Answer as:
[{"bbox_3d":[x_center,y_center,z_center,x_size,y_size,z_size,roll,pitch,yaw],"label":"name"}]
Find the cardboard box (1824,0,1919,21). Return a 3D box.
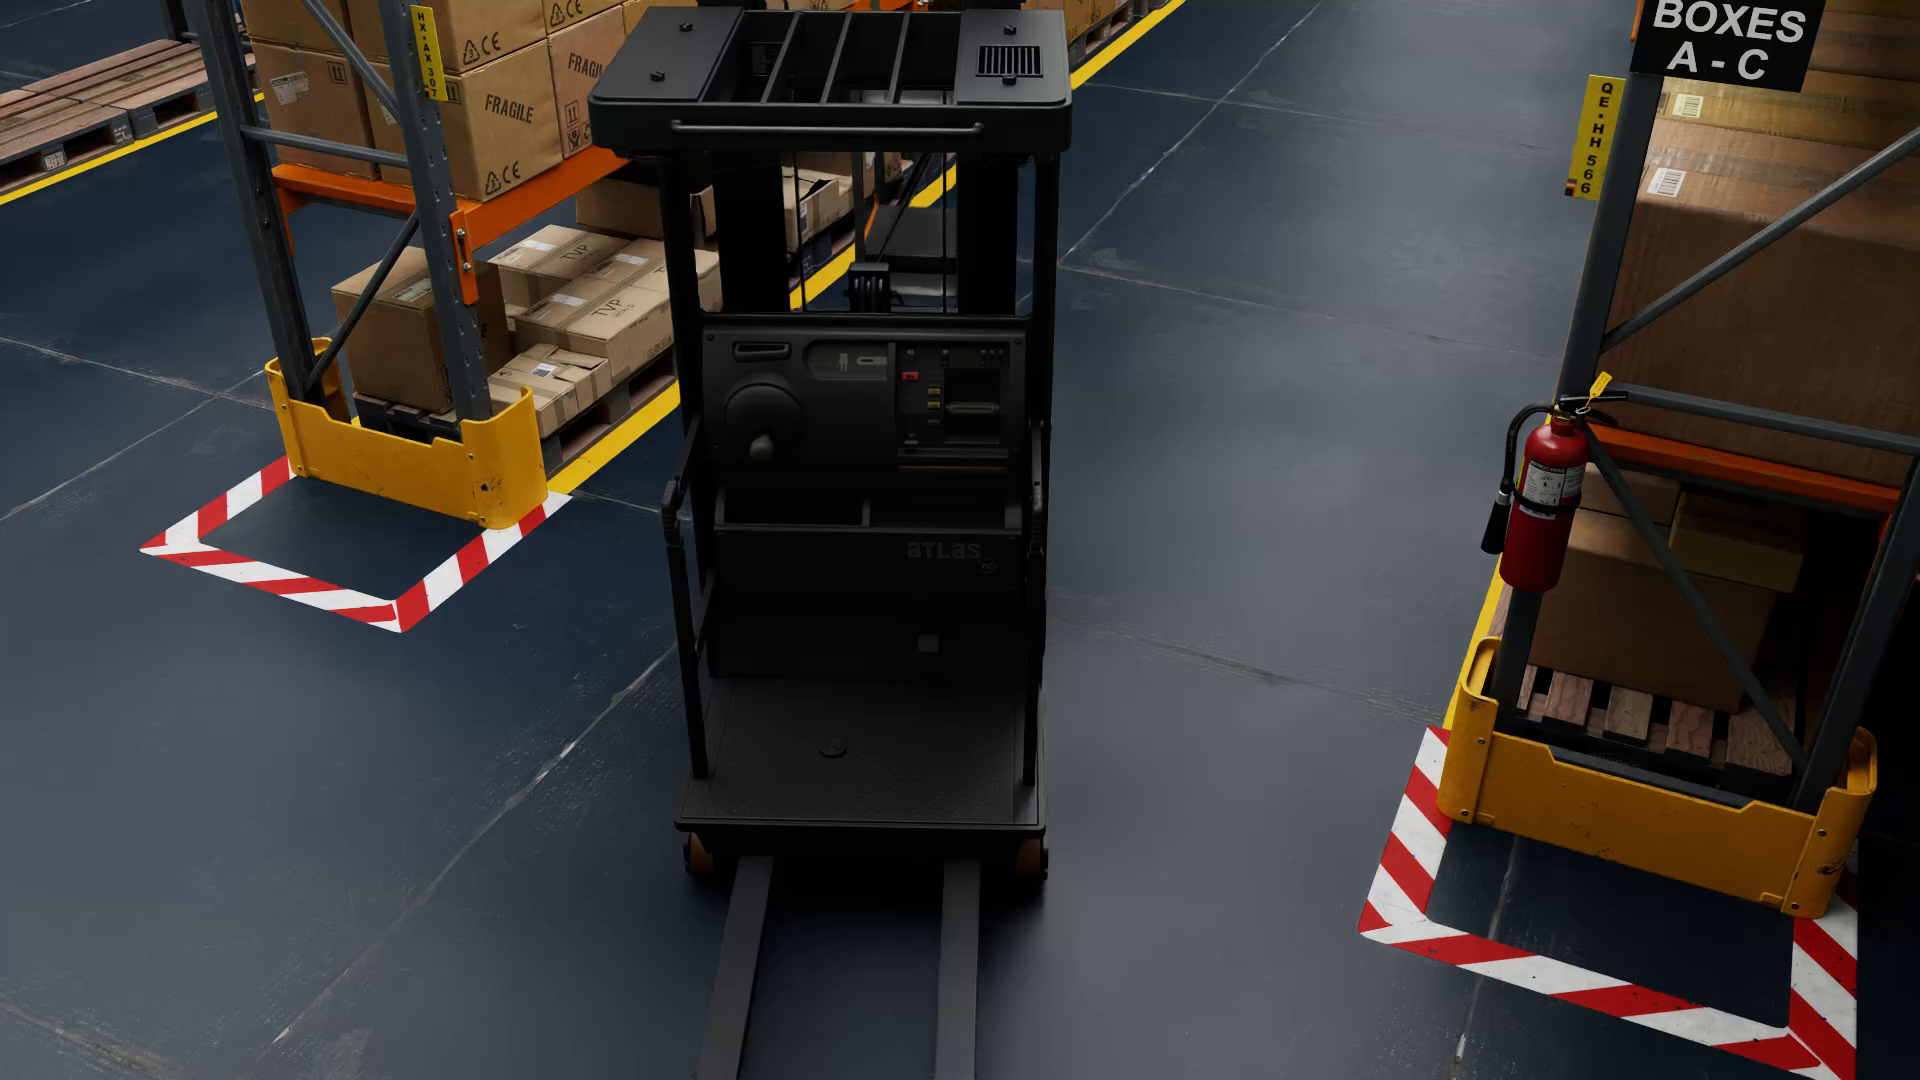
[{"bbox_3d":[3.268,-1.819,6.516,0.980,0.700,0.700,13,36,19],"label":"cardboard box"}]

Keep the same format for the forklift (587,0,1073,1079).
[{"bbox_3d":[-0.281,-0.356,4.620,1.130,2.935,3.031,1,33,1],"label":"forklift"}]

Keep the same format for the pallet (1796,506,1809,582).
[{"bbox_3d":[2.922,-0.186,6.841,1.003,0.211,1.213,14,36,20],"label":"pallet"}]

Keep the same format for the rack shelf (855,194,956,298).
[{"bbox_3d":[-0.154,-0.980,6.355,0.431,0.518,0.480,3,33,5],"label":"rack shelf"}]

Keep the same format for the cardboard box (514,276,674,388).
[{"bbox_3d":[-1.660,-0.954,7.576,0.500,0.250,0.500,14,36,20],"label":"cardboard box"}]

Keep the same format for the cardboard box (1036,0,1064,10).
[{"bbox_3d":[0.384,-3.548,11.304,0.500,0.500,0.500,13,35,19],"label":"cardboard box"}]

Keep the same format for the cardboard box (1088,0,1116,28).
[{"bbox_3d":[0.815,-4.068,12.097,0.500,0.500,0.500,16,36,22],"label":"cardboard box"}]

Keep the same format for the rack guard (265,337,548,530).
[{"bbox_3d":[-2.322,-0.458,6.992,1.175,0.500,0.348,14,36,20],"label":"rack guard"}]

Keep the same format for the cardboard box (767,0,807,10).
[{"bbox_3d":[-1.084,-2.678,8.007,0.500,0.500,0.500,15,36,22],"label":"cardboard box"}]

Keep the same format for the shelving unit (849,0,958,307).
[{"bbox_3d":[-0.154,-0.991,6.347,0.431,2.100,0.503,3,33,5],"label":"shelving unit"}]

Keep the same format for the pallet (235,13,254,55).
[{"bbox_3d":[-4.817,-3.804,12.359,1.003,0.211,1.213,14,36,20],"label":"pallet"}]

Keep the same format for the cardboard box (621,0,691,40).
[{"bbox_3d":[-1.505,-2.175,7.240,0.500,0.500,0.500,14,36,20],"label":"cardboard box"}]

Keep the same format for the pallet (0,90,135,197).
[{"bbox_3d":[-5.959,-2.444,10.285,1.003,0.211,1.213,14,36,20],"label":"pallet"}]

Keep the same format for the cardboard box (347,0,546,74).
[{"bbox_3d":[-1.929,-2.085,6.192,0.500,0.500,0.500,15,36,22],"label":"cardboard box"}]

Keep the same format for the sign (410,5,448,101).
[{"bbox_3d":[-1.861,-1.703,5.822,0.100,0.325,0.005,14,36,20],"label":"sign"}]

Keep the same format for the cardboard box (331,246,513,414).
[{"bbox_3d":[-2.350,-0.931,7.313,0.500,0.500,0.500,14,36,20],"label":"cardboard box"}]

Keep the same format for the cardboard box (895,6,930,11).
[{"bbox_3d":[-0.520,-3.152,10.699,0.500,0.500,0.500,14,36,21],"label":"cardboard box"}]

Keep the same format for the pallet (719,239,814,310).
[{"bbox_3d":[-1.478,-1.339,8.600,1.003,0.211,1.213,14,36,20],"label":"pallet"}]

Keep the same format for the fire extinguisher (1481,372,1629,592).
[{"bbox_3d":[1.665,-0.173,4.689,0.296,0.674,0.183,14,36,20],"label":"fire extinguisher"}]

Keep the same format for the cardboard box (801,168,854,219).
[{"bbox_3d":[-0.764,-1.900,9.110,0.380,0.149,0.250,14,36,20],"label":"cardboard box"}]

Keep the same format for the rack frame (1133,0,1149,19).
[{"bbox_3d":[0.993,-5.449,12.325,1.000,3.000,0.127,14,36,20],"label":"rack frame"}]

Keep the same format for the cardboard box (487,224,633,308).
[{"bbox_3d":[-1.925,-1.293,8.092,0.500,0.250,0.500,14,36,20],"label":"cardboard box"}]

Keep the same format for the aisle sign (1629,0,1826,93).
[{"bbox_3d":[1.844,-1.451,3.856,0.394,0.787,0.004,14,36,20],"label":"aisle sign"}]

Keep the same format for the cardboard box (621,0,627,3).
[{"bbox_3d":[-1.503,-2.596,6.970,0.500,0.500,0.500,15,36,21],"label":"cardboard box"}]

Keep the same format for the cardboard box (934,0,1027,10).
[{"bbox_3d":[0.162,-3.593,10.688,0.500,0.250,0.500,14,36,21],"label":"cardboard box"}]

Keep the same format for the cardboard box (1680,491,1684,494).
[{"bbox_3d":[2.558,-0.082,6.035,0.700,0.500,0.500,14,36,20],"label":"cardboard box"}]

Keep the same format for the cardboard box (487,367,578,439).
[{"bbox_3d":[-1.867,-0.587,7.108,0.380,0.149,0.250,14,36,20],"label":"cardboard box"}]

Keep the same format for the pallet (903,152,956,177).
[{"bbox_3d":[-0.374,-2.705,10.683,1.003,0.211,1.213,14,36,20],"label":"pallet"}]

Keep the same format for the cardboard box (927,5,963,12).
[{"bbox_3d":[-0.044,-3.049,10.543,0.500,0.500,0.500,15,36,21],"label":"cardboard box"}]

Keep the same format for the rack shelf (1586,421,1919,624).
[{"bbox_3d":[2.984,-1.026,6.235,1.077,0.370,4.000,14,36,20],"label":"rack shelf"}]

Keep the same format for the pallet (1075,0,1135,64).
[{"bbox_3d":[0.646,-3.920,12.536,1.003,0.211,1.213,14,36,20],"label":"pallet"}]

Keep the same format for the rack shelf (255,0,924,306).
[{"bbox_3d":[-1.517,-2.160,7.965,1.077,0.370,4.000,14,36,20],"label":"rack shelf"}]

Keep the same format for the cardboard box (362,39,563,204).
[{"bbox_3d":[-1.929,-1.667,6.466,0.500,0.500,0.500,15,36,21],"label":"cardboard box"}]

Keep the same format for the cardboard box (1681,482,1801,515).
[{"bbox_3d":[2.689,-0.248,5.698,0.380,0.149,0.250,14,36,21],"label":"cardboard box"}]

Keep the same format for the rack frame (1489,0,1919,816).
[{"bbox_3d":[2.147,-0.330,4.518,1.000,3.000,0.127,14,36,20],"label":"rack frame"}]

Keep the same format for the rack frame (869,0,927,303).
[{"bbox_3d":[-0.129,-1.125,6.550,0.400,2.100,0.015,3,33,5],"label":"rack frame"}]

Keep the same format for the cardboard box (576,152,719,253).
[{"bbox_3d":[-1.462,-1.660,8.422,0.797,0.503,0.637,14,36,20],"label":"cardboard box"}]

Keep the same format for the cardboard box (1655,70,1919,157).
[{"bbox_3d":[2.645,-1.077,5.384,0.980,0.700,0.700,14,36,20],"label":"cardboard box"}]
